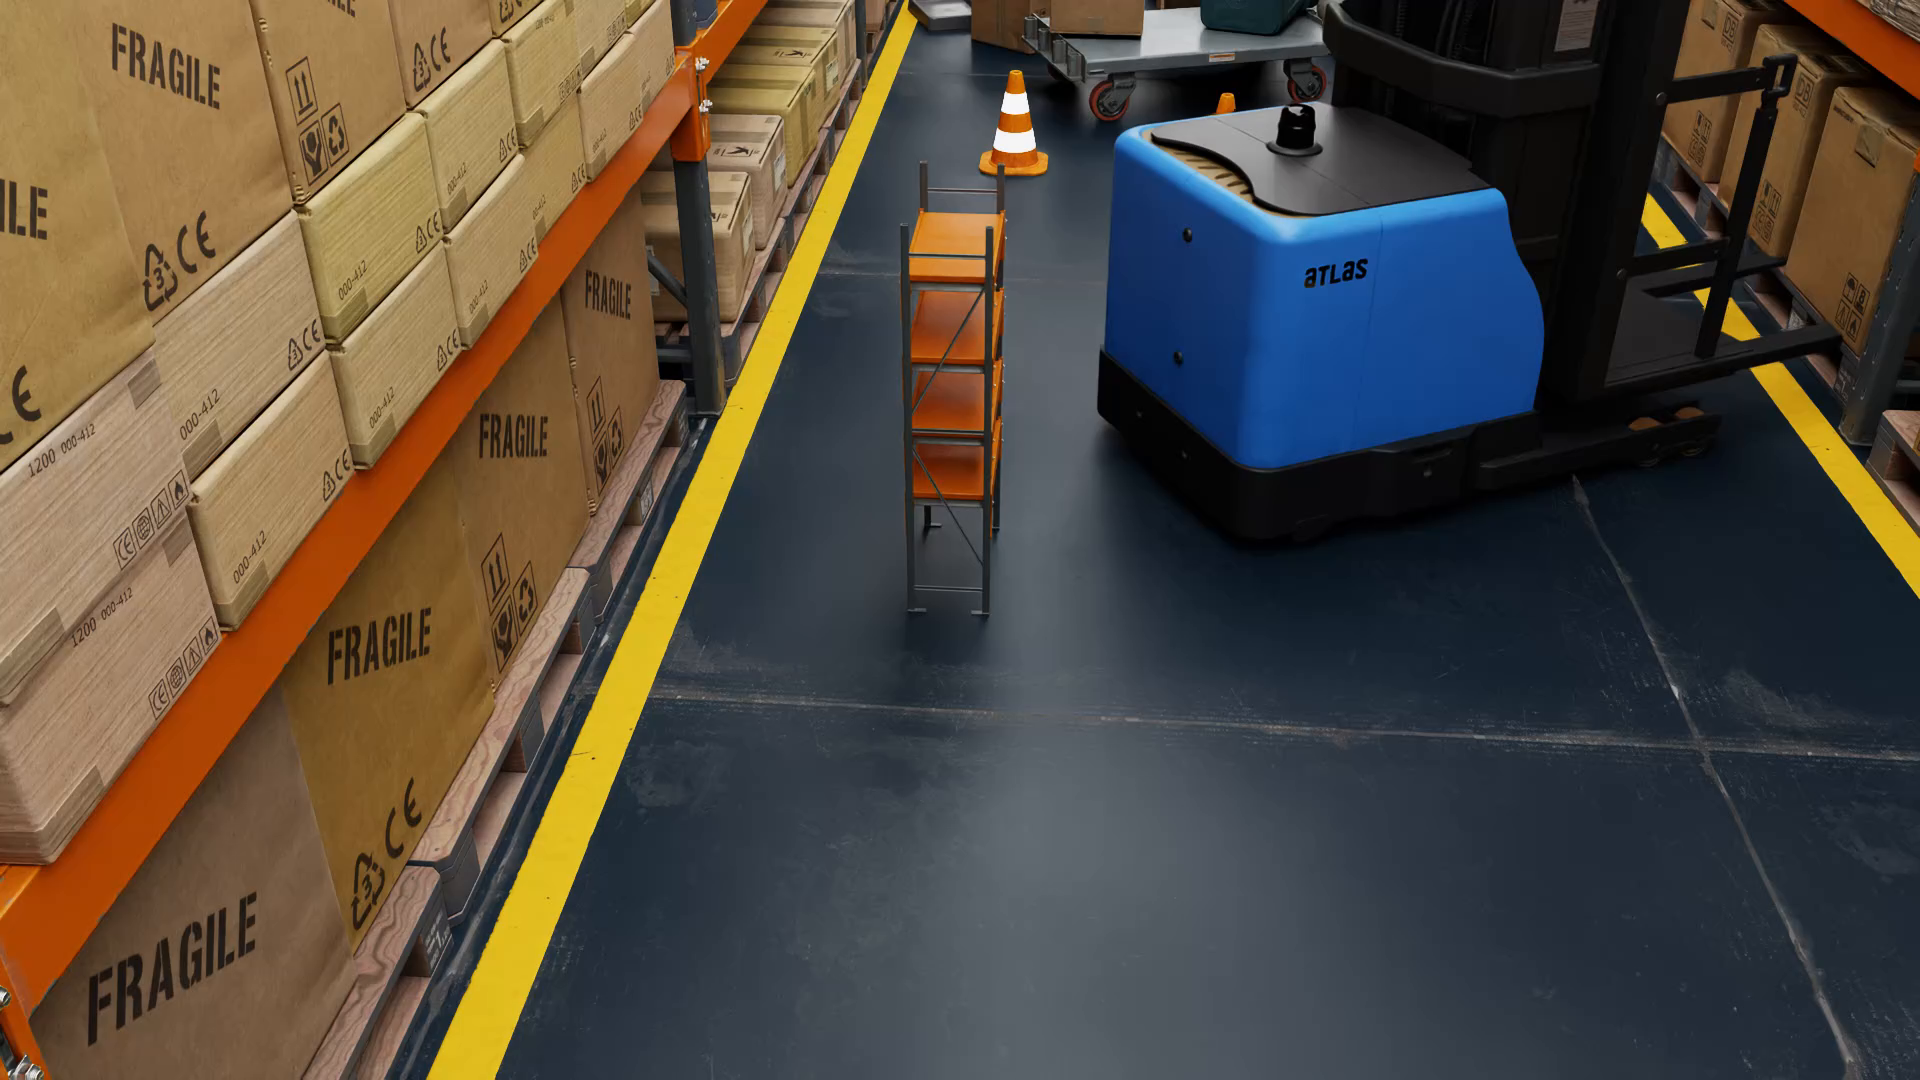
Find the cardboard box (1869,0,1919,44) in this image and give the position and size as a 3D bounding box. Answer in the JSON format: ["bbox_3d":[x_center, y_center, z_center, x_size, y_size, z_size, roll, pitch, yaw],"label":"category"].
[{"bbox_3d":[3.359,-1.897,5.374,0.500,0.500,0.500,2,32,4],"label":"cardboard box"}]

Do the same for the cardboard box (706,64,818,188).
[{"bbox_3d":[-1.176,-1.904,7.585,0.950,0.372,0.625,3,32,6],"label":"cardboard box"}]

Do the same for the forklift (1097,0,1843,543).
[{"bbox_3d":[2.048,-1.737,5.274,3.031,2.935,1.130,-13,34,-20],"label":"forklift"}]

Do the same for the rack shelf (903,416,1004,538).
[{"bbox_3d":[-0.013,-0.198,4.934,0.258,0.148,0.480,2,32,4],"label":"rack shelf"}]

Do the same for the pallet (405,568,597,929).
[{"bbox_3d":[-1.593,0.466,4.293,1.003,0.211,1.213,2,32,4],"label":"pallet"}]

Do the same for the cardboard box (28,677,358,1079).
[{"bbox_3d":[-1.707,0.723,2.842,0.875,0.875,0.875,3,32,6],"label":"cardboard box"}]

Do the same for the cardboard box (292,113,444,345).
[{"bbox_3d":[-1.278,-0.578,2.996,0.500,0.250,0.500,3,32,5],"label":"cardboard box"}]

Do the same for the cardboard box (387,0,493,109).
[{"bbox_3d":[-1.262,-1.161,3.226,0.500,0.500,0.500,2,32,3],"label":"cardboard box"}]

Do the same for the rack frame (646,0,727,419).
[{"bbox_3d":[-1.352,-1.766,5.257,1.000,3.000,0.127,2,32,4],"label":"rack frame"}]

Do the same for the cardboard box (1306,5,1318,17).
[{"bbox_3d":[2.220,-3.513,10.697,0.396,0.266,0.258,8,32,12],"label":"cardboard box"}]

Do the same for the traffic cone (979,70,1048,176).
[{"bbox_3d":[0.268,-2.070,8.168,0.336,0.463,0.334,2,32,4],"label":"traffic cone"}]

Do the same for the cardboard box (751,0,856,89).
[{"bbox_3d":[-1.066,-2.644,8.785,0.950,0.372,0.625,3,32,5],"label":"cardboard box"}]

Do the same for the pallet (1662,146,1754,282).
[{"bbox_3d":[3.831,-1.466,7.428,1.003,0.211,1.213,2,32,4],"label":"pallet"}]

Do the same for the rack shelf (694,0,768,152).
[{"bbox_3d":[-1.189,-2.506,7.143,1.077,0.370,4.000,2,32,4],"label":"rack shelf"}]

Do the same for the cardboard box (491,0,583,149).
[{"bbox_3d":[-1.197,-1.114,3.866,0.500,0.250,0.500,2,32,3],"label":"cardboard box"}]

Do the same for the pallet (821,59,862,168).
[{"bbox_3d":[-1.088,-2.264,8.722,1.003,0.211,1.213,2,32,4],"label":"pallet"}]

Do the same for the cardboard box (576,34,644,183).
[{"bbox_3d":[-1.160,-1.159,4.415,0.500,0.250,0.500,3,32,5],"label":"cardboard box"}]

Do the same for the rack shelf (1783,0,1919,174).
[{"bbox_3d":[3.753,-2.347,6.886,1.077,0.370,4.000,2,32,4],"label":"rack shelf"}]

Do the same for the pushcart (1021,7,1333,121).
[{"bbox_3d":[1.250,-2.670,9.224,1.648,0.377,0.936,-8,33,-13],"label":"pushcart"}]

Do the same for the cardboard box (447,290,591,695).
[{"bbox_3d":[-1.568,-0.217,4.368,0.875,0.875,0.875,3,32,5],"label":"cardboard box"}]

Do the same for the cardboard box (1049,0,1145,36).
[{"bbox_3d":[0.750,-3.056,9.010,0.500,0.500,0.500,2,32,4],"label":"cardboard box"}]

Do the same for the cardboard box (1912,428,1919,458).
[{"bbox_3d":[3.278,-0.363,4.963,0.500,0.500,0.500,1,32,2],"label":"cardboard box"}]

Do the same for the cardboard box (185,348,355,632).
[{"bbox_3d":[-1.338,-0.100,2.697,0.500,0.250,0.500,2,32,3],"label":"cardboard box"}]

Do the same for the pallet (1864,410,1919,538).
[{"bbox_3d":[3.525,-0.012,5.068,1.003,0.211,1.213,2,32,4],"label":"pallet"}]

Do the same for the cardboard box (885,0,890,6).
[{"bbox_3d":[-0.677,-3.443,10.198,0.500,0.250,0.500,4,32,7],"label":"cardboard box"}]

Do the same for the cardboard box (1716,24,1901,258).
[{"bbox_3d":[3.797,-1.601,6.732,1.050,0.750,0.750,3,32,5],"label":"cardboard box"}]

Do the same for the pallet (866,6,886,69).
[{"bbox_3d":[-1.007,-3.024,9.955,1.003,0.211,1.213,2,32,4],"label":"pallet"}]

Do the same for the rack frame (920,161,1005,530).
[{"bbox_3d":[0.006,-0.552,5.002,0.240,1.200,0.015,2,32,4],"label":"rack frame"}]

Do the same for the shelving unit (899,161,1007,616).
[{"bbox_3d":[-0.013,-0.424,4.795,0.258,1.200,0.503,2,32,4],"label":"shelving unit"}]

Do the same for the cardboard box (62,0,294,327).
[{"bbox_3d":[-1.341,-0.628,2.362,0.500,0.500,0.500,2,32,4],"label":"cardboard box"}]

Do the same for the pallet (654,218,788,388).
[{"bbox_3d":[-1.287,-0.988,6.652,1.003,0.211,1.213,2,32,4],"label":"pallet"}]

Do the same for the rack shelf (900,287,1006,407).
[{"bbox_3d":[-0.013,-0.557,4.713,0.258,0.148,0.480,2,32,4],"label":"rack shelf"}]

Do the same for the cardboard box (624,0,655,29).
[{"bbox_3d":[-1.138,-1.651,4.737,0.500,0.250,0.500,2,32,4],"label":"cardboard box"}]

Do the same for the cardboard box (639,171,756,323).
[{"bbox_3d":[-1.296,-1.122,6.315,0.950,0.372,0.625,0,32,1],"label":"cardboard box"}]

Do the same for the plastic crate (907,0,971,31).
[{"bbox_3d":[-0.081,-3.401,10.692,0.402,0.080,0.583,-8,33,-13],"label":"plastic crate"}]

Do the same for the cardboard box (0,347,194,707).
[{"bbox_3d":[-1.361,-0.042,2.125,0.500,0.250,0.500,2,32,3],"label":"cardboard box"}]

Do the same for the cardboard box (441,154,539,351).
[{"bbox_3d":[-1.230,-0.629,3.554,0.500,0.250,0.500,2,32,3],"label":"cardboard box"}]

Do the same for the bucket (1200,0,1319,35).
[{"bbox_3d":[1.629,-3.123,9.129,0.726,0.611,0.620,14,44,21],"label":"bucket"}]
